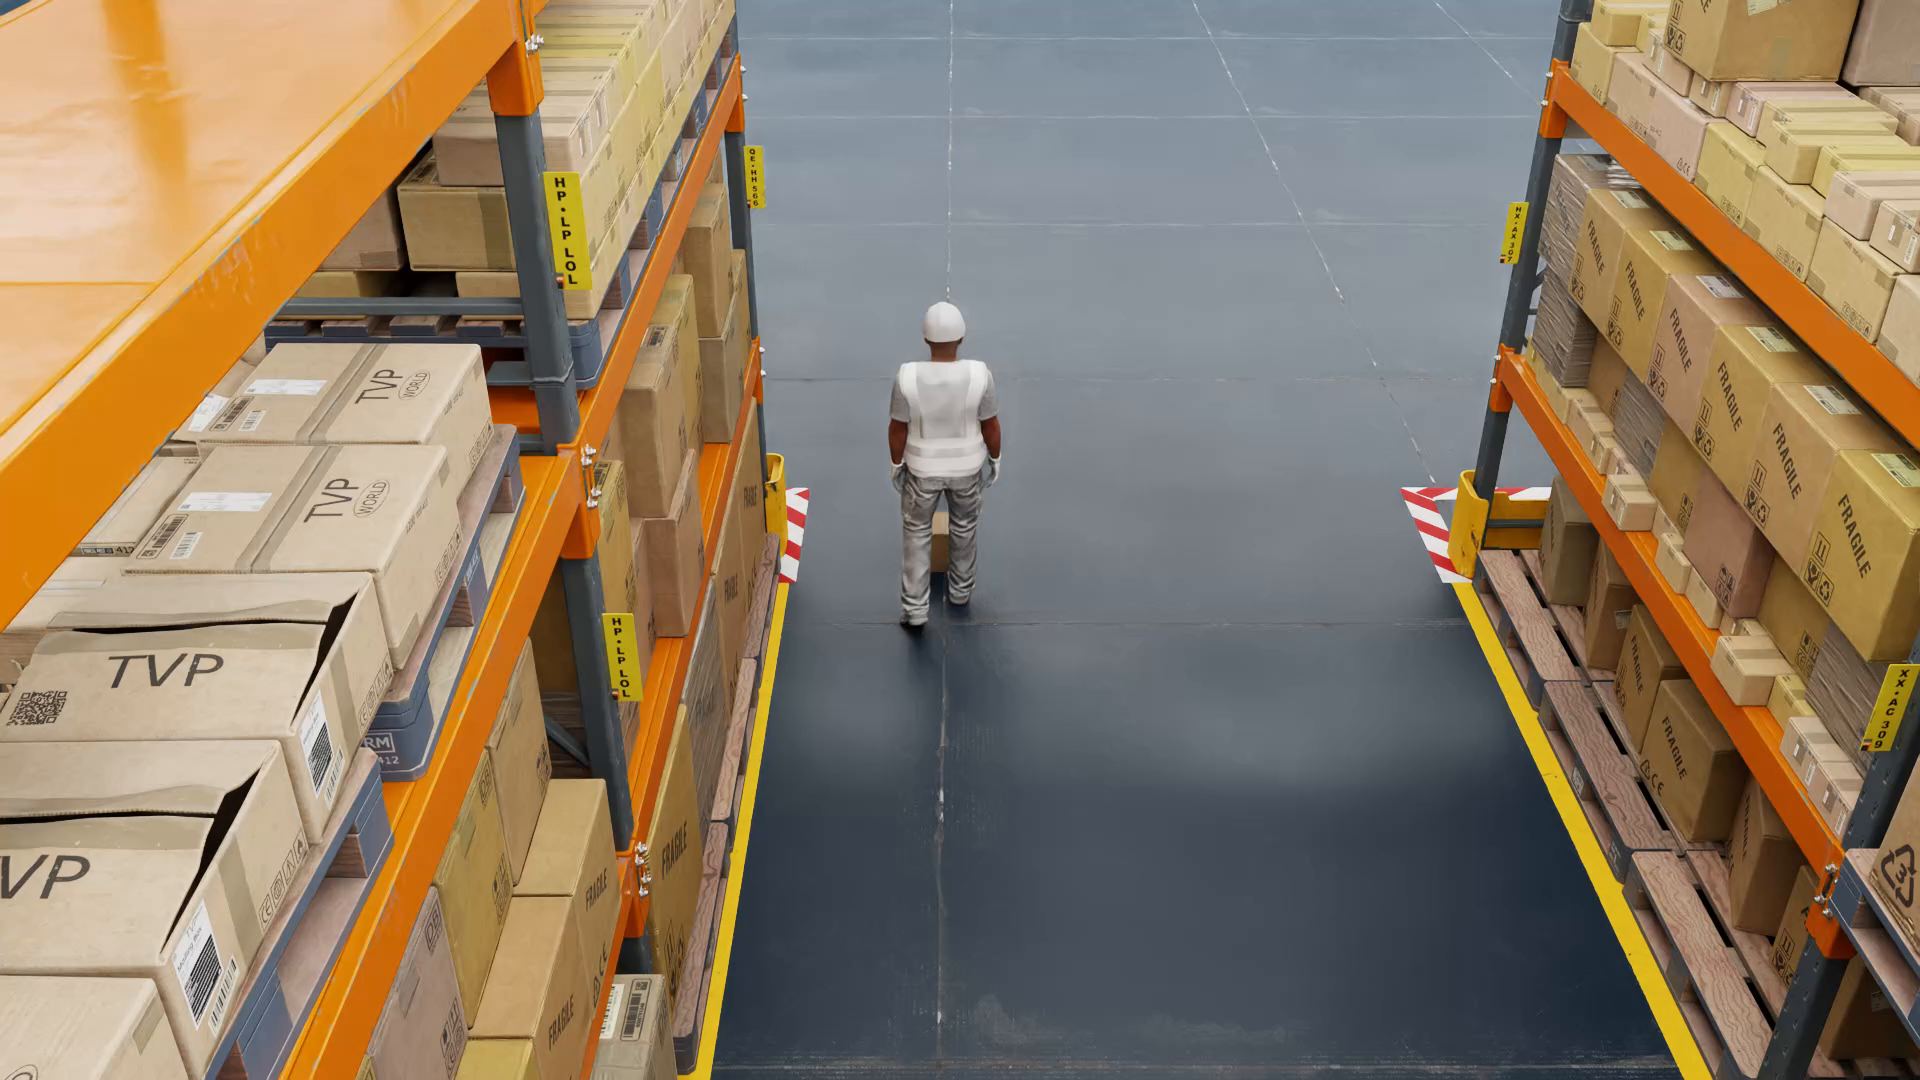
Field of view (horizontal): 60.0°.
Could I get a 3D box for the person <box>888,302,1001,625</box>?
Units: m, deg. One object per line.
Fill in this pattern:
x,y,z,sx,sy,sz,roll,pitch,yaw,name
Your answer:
-0.076,-0.397,8.576,0.571,1.803,0.618,0,31,0,person
